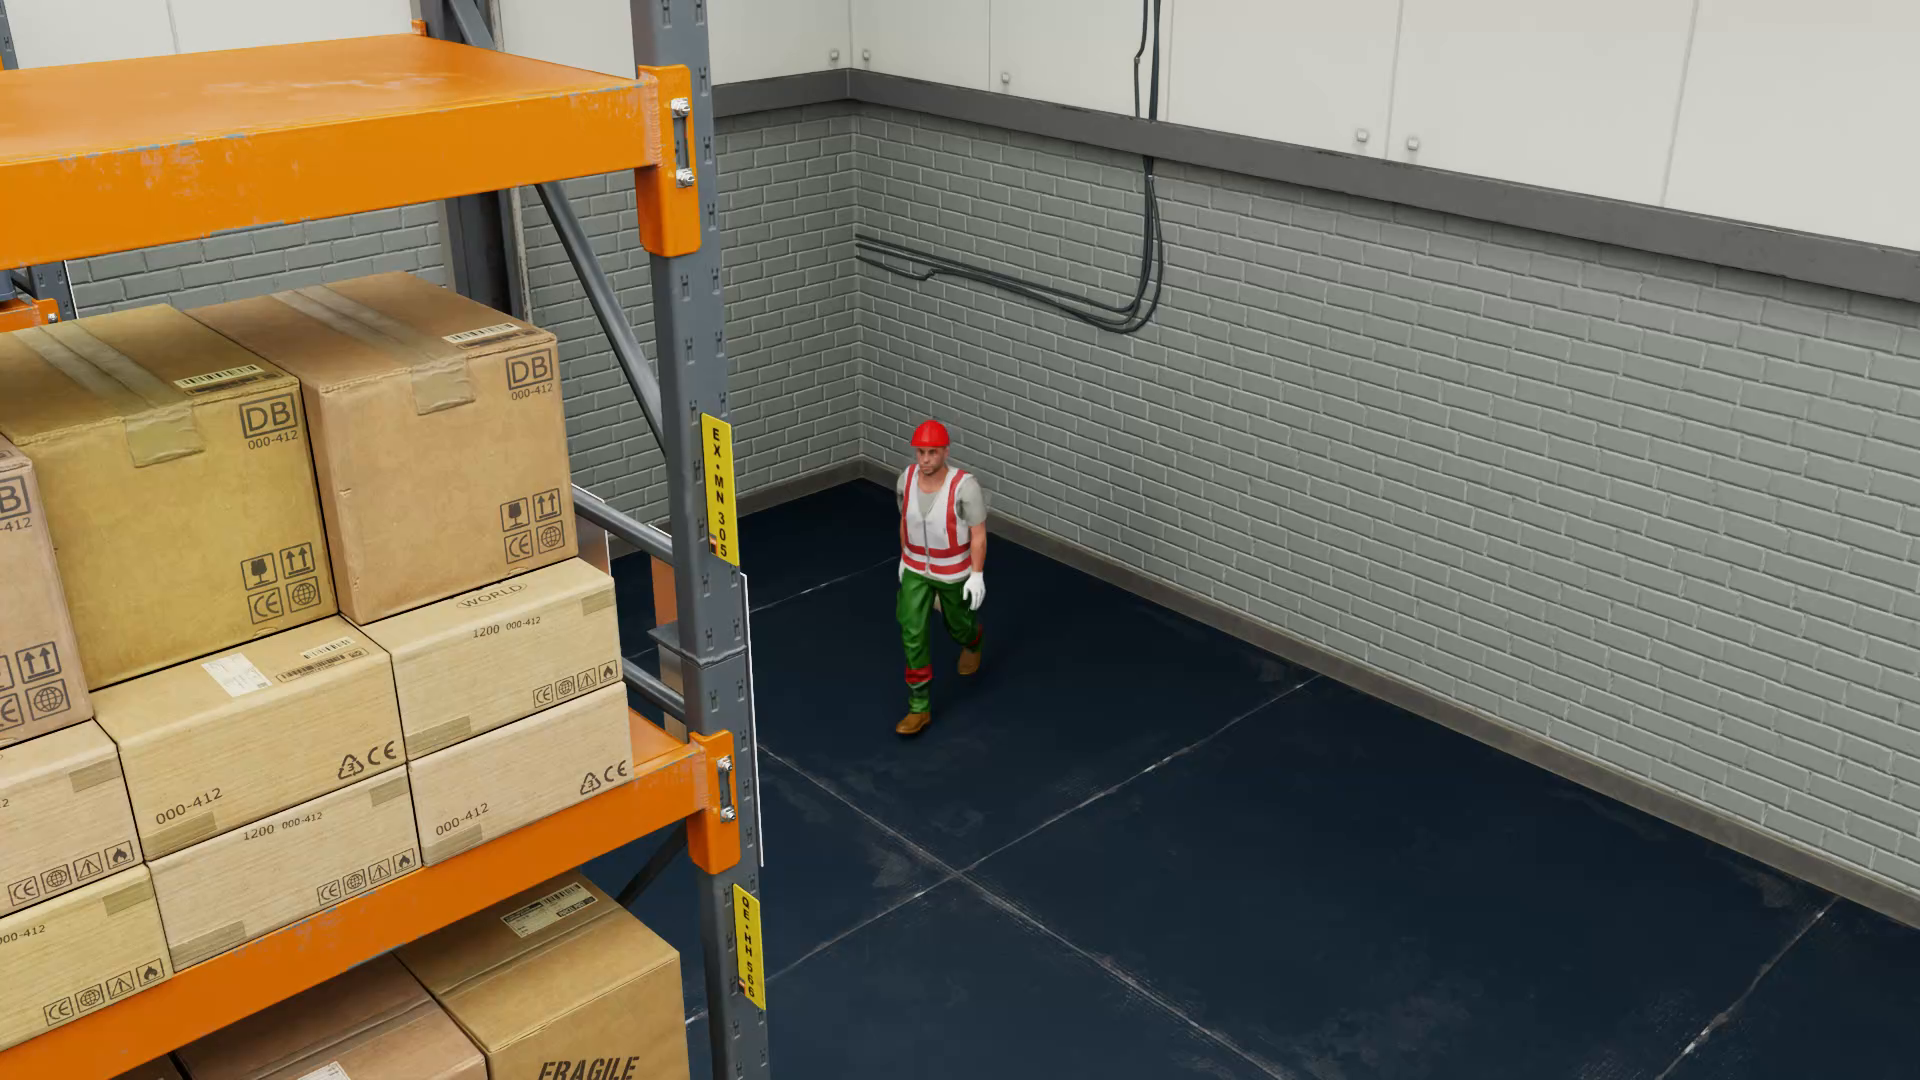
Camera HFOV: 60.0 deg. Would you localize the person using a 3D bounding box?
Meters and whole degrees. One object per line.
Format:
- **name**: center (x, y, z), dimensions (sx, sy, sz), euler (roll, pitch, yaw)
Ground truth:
- **person**: center (-0.090, 0.144, 9.251), dimensions (0.571, 1.758, 0.974), euler (9, 25, 18)
